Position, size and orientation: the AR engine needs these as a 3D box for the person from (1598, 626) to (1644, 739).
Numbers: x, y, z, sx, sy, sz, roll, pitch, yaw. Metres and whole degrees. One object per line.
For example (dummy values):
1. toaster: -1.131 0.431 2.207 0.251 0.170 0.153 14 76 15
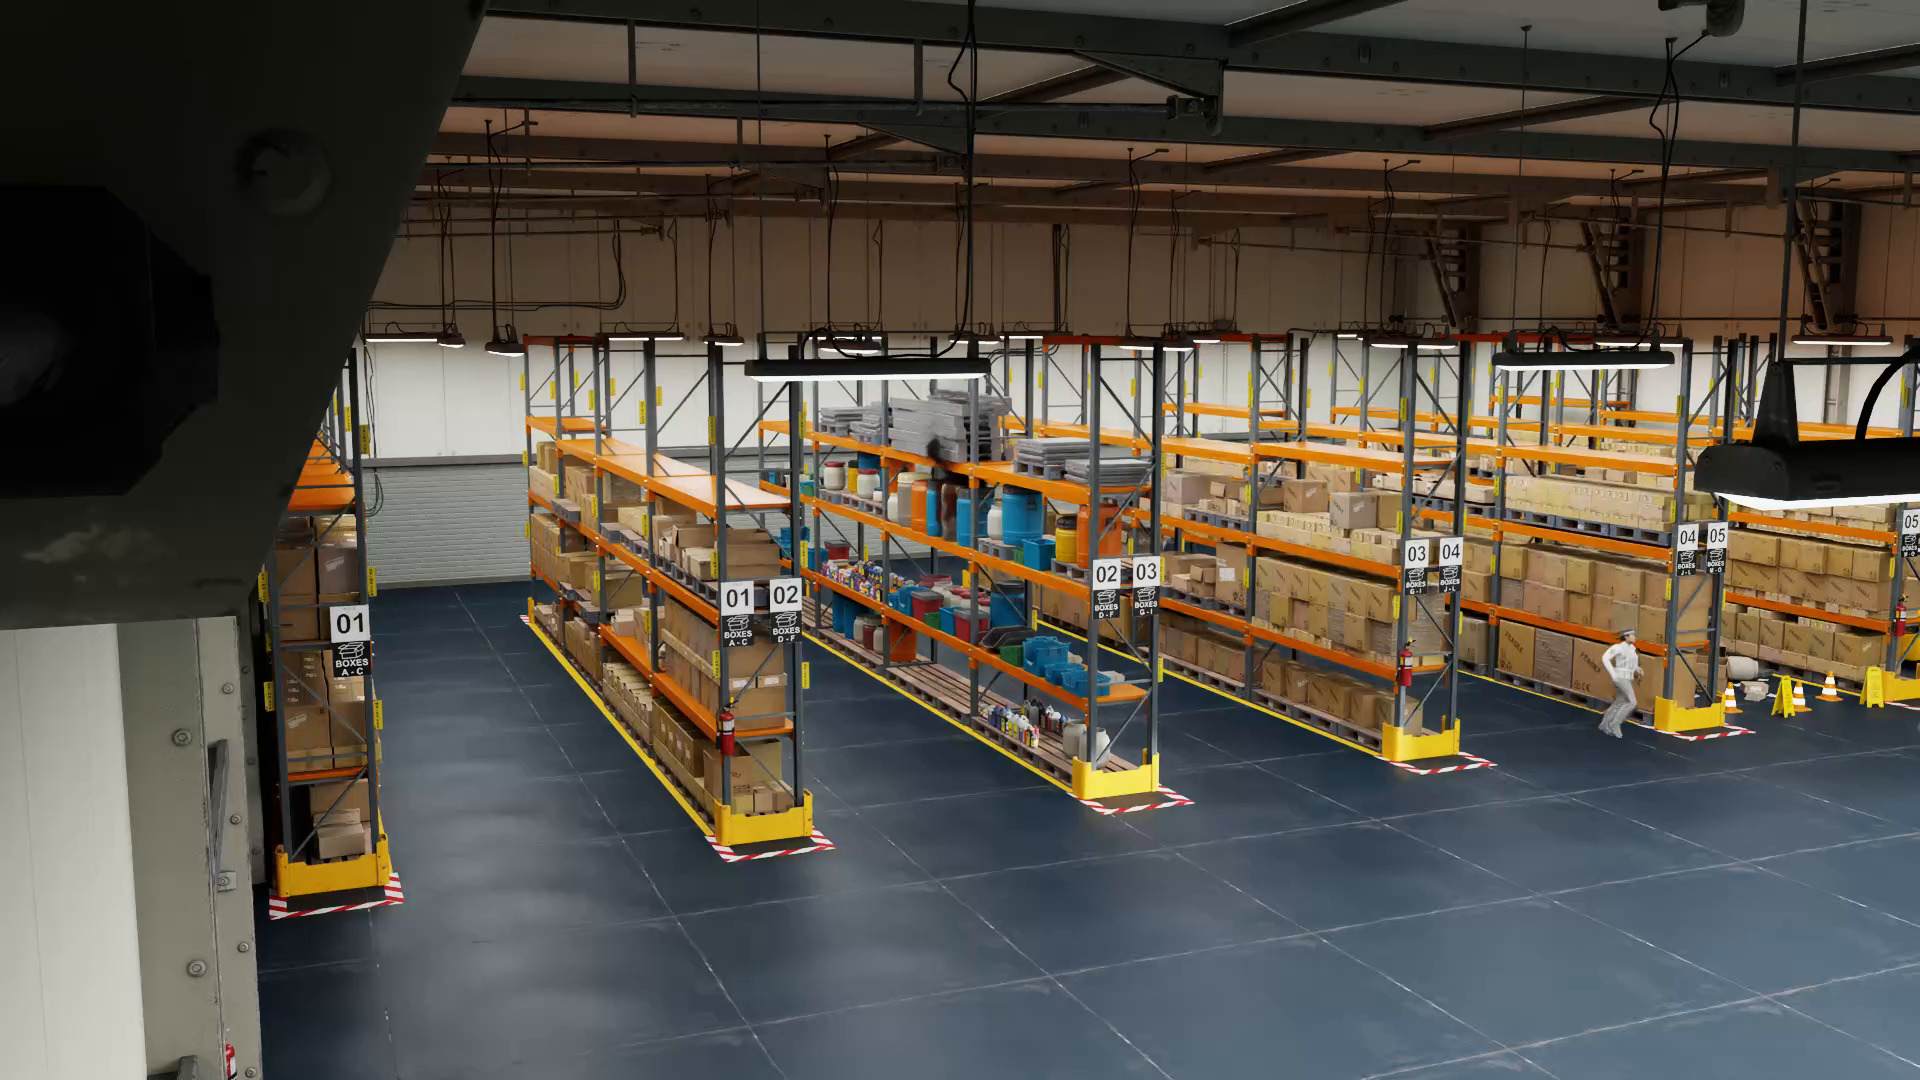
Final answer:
1. person: 10.122 2.156 25.367 0.613 1.675 0.612 7 10 43

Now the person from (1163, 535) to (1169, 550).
1. person: 5.033 -0.057 41.653 0.506 1.747 0.691 -4 9 -28
